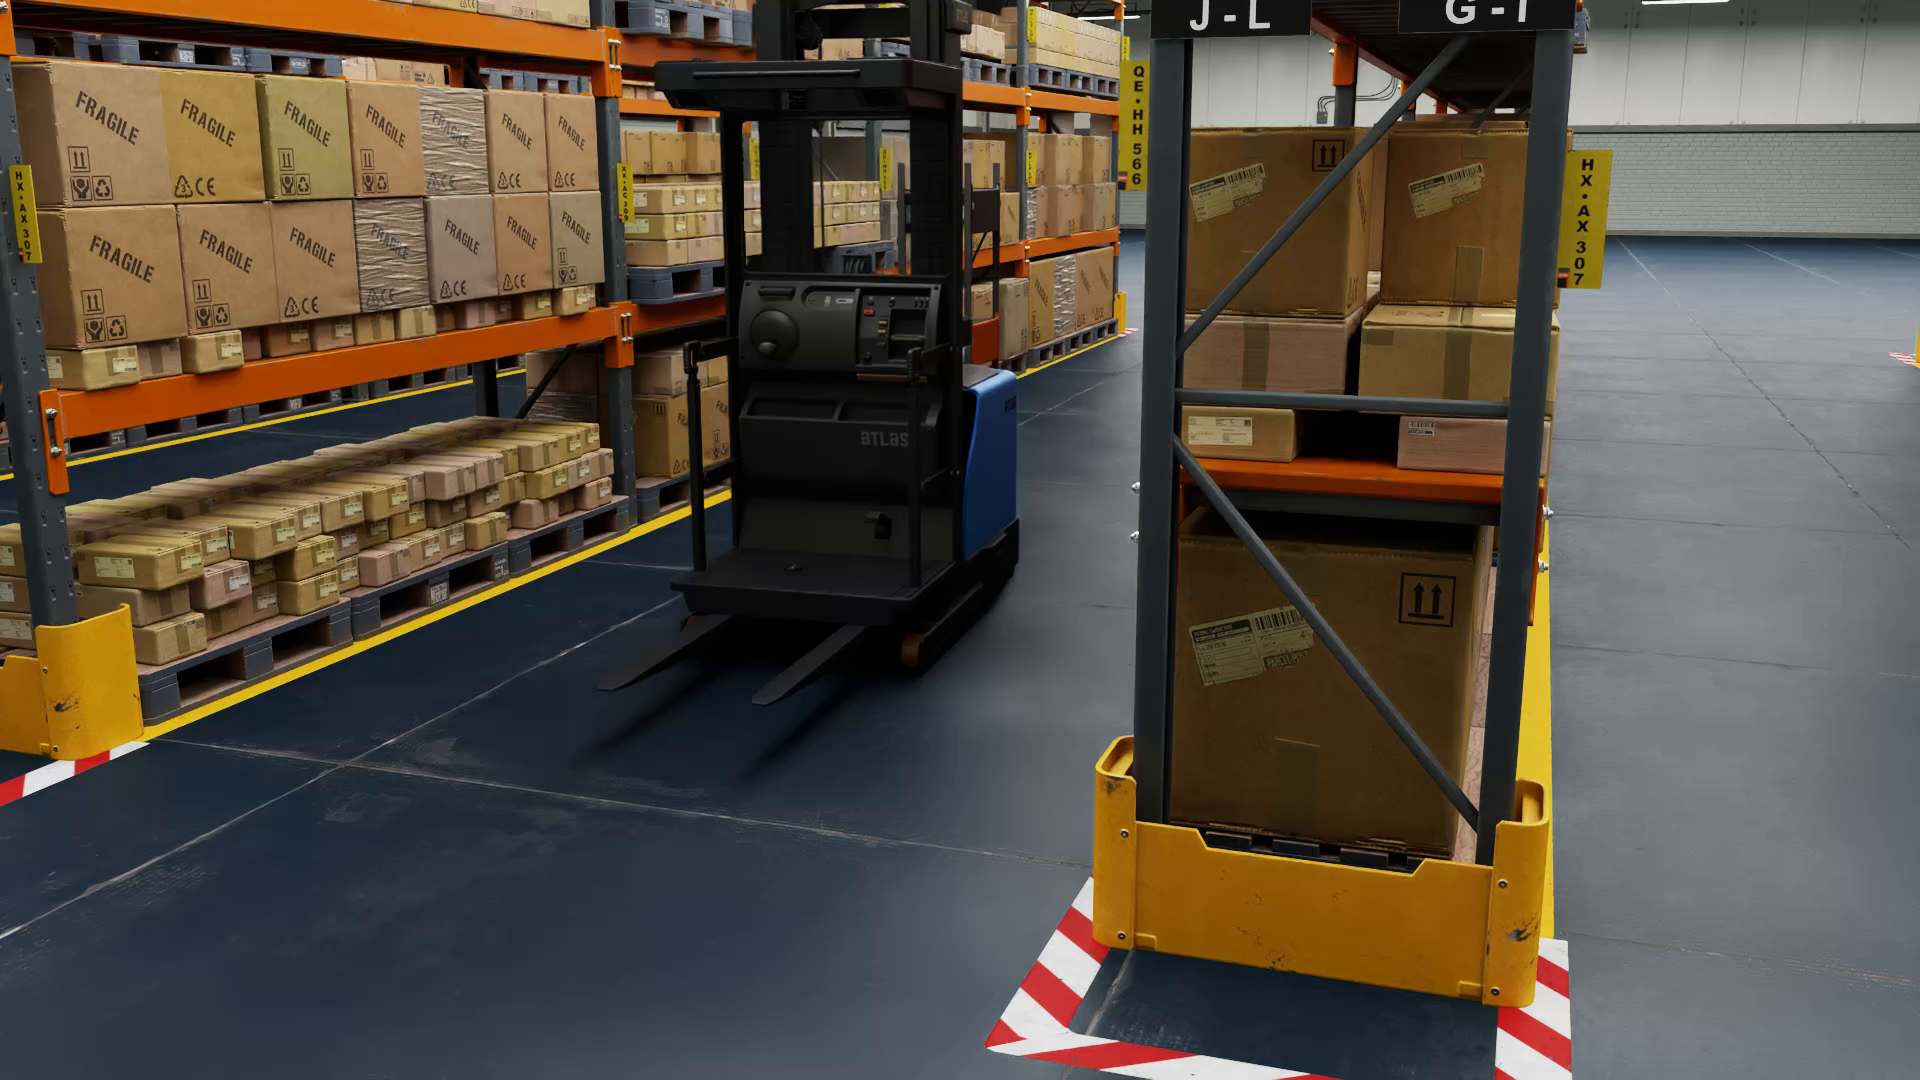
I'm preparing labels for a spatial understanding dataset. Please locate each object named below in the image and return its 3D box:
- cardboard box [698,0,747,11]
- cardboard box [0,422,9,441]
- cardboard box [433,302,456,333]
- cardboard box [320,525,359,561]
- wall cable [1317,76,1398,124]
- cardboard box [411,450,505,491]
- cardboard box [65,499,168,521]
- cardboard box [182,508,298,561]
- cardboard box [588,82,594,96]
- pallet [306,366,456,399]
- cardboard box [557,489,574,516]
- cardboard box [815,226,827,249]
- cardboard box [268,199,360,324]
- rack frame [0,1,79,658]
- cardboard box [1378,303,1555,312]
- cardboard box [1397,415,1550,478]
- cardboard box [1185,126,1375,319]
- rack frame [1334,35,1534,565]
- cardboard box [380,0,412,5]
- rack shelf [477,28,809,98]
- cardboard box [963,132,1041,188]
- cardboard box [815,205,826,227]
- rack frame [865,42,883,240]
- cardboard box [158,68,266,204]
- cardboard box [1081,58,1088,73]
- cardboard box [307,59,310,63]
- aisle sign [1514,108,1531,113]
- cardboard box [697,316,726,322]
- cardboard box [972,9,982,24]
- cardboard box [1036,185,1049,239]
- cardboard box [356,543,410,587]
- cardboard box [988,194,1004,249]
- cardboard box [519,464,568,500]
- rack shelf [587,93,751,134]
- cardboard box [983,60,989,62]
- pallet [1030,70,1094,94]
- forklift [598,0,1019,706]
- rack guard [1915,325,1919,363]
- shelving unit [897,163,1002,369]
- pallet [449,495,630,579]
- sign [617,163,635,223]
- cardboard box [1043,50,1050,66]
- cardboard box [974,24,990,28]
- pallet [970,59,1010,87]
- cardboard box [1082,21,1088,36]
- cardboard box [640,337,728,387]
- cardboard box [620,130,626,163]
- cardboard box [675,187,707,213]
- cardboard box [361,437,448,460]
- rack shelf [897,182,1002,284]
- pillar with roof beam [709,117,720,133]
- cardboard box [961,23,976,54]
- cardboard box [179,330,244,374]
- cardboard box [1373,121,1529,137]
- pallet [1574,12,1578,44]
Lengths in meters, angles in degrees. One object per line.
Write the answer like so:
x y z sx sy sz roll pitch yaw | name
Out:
-1.774 -3.599 10.599 0.797 0.503 0.637 4 14 18 | cardboard box
-6.989 -1.206 11.862 0.875 0.875 0.875 5 14 20 | cardboard box
-2.691 -1.091 8.090 0.380 0.149 0.250 4 13 18 | cardboard box
-2.960 0.004 7.523 0.380 0.149 0.250 4 13 16 | cardboard box
11.881 -15.440 49.270 2.305 6.003 0.169 4 14 18 | wall cable
-2.544 -0.355 8.427 0.380 0.149 0.250 4 13 16 | cardboard box
-3.661 -0.071 7.183 0.380 0.149 0.250 4 13 17 | cardboard box
-3.023 -0.025 6.982 0.380 0.149 0.250 4 14 18 | cardboard box
-4.189 -4.974 18.362 0.380 0.149 0.250 4 13 18 | cardboard box
-5.566 -1.548 15.796 1.003 0.211 1.213 4 14 18 | pallet
-2.366 -0.225 9.195 0.380 0.149 0.250 5 14 20 | cardboard box
-1.163 -2.138 11.735 0.380 0.149 0.250 4 13 16 | cardboard box
-2.966 -1.209 7.150 0.500 0.500 0.500 5 14 19 | cardboard box
-3.692 -0.724 5.917 1.000 3.000 0.127 4 14 18 | rack frame
1.541 -0.609 5.082 0.500 0.250 0.500 4 14 18 | cardboard box
1.396 -0.274 4.511 0.380 0.149 0.250 5 14 19 | cardboard box
0.877 -0.904 4.692 0.500 0.500 0.500 5 14 19 | cardboard box
2.263 -1.187 7.949 1.000 3.000 0.127 4 14 18 | rack frame
-2.799 -2.517 7.370 0.500 0.250 0.500 4 14 18 | cardboard box
-1.751 -3.099 11.199 1.077 0.370 4.000 4 14 18 | rack shelf
0.343 -3.925 17.180 0.875 0.550 0.550 4 14 18 | cardboard box
-1.164 -2.282 11.696 0.380 0.149 0.250 4 14 18 | cardboard box
-1.104 -2.408 13.297 1.000 3.000 0.127 4 14 18 | rack frame
-3.138 -1.587 6.560 0.500 0.500 0.500 5 14 20 | cardboard box
1.204 -5.270 18.493 0.380 0.149 0.250 5 14 19 | cardboard box
-8.494 -6.111 21.378 0.797 0.503 0.637 5 14 20 | cardboard box
6.449 -4.973 18.693 0.394 0.787 0.004 4 14 18 | aisle sign
-1.720 -1.525 12.418 0.500 0.250 0.500 4 14 18 | cardboard box
0.007 -5.332 16.973 0.380 0.149 0.250 4 14 18 | cardboard box
0.455 -3.519 17.829 0.875 0.550 0.550 4 14 18 | cardboard box
-2.797 0.108 7.738 0.380 0.149 0.250 4 13 16 | cardboard box
0.111 -3.063 15.944 0.500 0.500 0.500 4 14 18 | cardboard box
-2.345 -0.321 8.947 0.380 0.149 0.250 4 13 16 | cardboard box
-3.879 -5.118 20.047 1.077 0.370 4.000 4 14 18 | rack shelf
0.087 -4.996 17.293 0.380 0.149 0.250 5 14 19 | cardboard box
0.862 -5.097 18.536 1.003 0.211 1.213 4 14 18 | pallet
-0.591 -0.939 7.156 1.129 2.867 3.031 4 13 16 | forklift
10.852 -2.119 17.650 1.175 0.500 0.348 4 14 18 | rack guard
-0.054 -0.989 9.102 0.431 2.100 0.503 4 14 18 | shelving unit
-2.582 -0.062 9.287 1.003 0.211 1.213 4 14 18 | pallet
-1.882 -1.950 9.347 0.100 0.325 0.005 4 14 18 | sign
0.712 -4.950 17.092 0.380 0.149 0.250 4 14 19 | cardboard box
0.107 -5.160 17.114 0.500 0.250 0.500 4 14 18 | cardboard box
-0.059 -4.423 15.813 0.805 0.209 1.217 4 13 16 | pallet
1.204 -5.658 18.400 0.380 0.149 0.250 4 14 19 | cardboard box
-1.739 -1.166 10.846 0.500 0.250 0.500 5 14 20 | cardboard box
-4.178 -4.344 18.637 0.700 0.500 0.500 4 14 18 | cardboard box
-1.751 -2.047 10.000 0.380 0.149 0.250 5 14 20 | cardboard box
-2.948 -0.446 8.827 0.380 0.149 0.250 4 13 17 | cardboard box
-0.054 -1.658 8.949 0.431 0.518 0.480 4 14 18 | rack shelf
-1.051 -9.844 32.394 9.100 9.000 0.400 4 14 18 | pillar with roof beam
-0.168 -4.538 14.919 0.500 0.311 0.500 4 13 16 | cardboard box
-3.096 -0.755 6.620 0.380 0.149 0.250 4 13 17 | cardboard box
2.462 -1.860 8.419 0.797 0.503 0.637 4 13 17 | cardboard box
3.040 -3.025 9.683 1.003 0.211 1.213 5 14 21 | pallet
